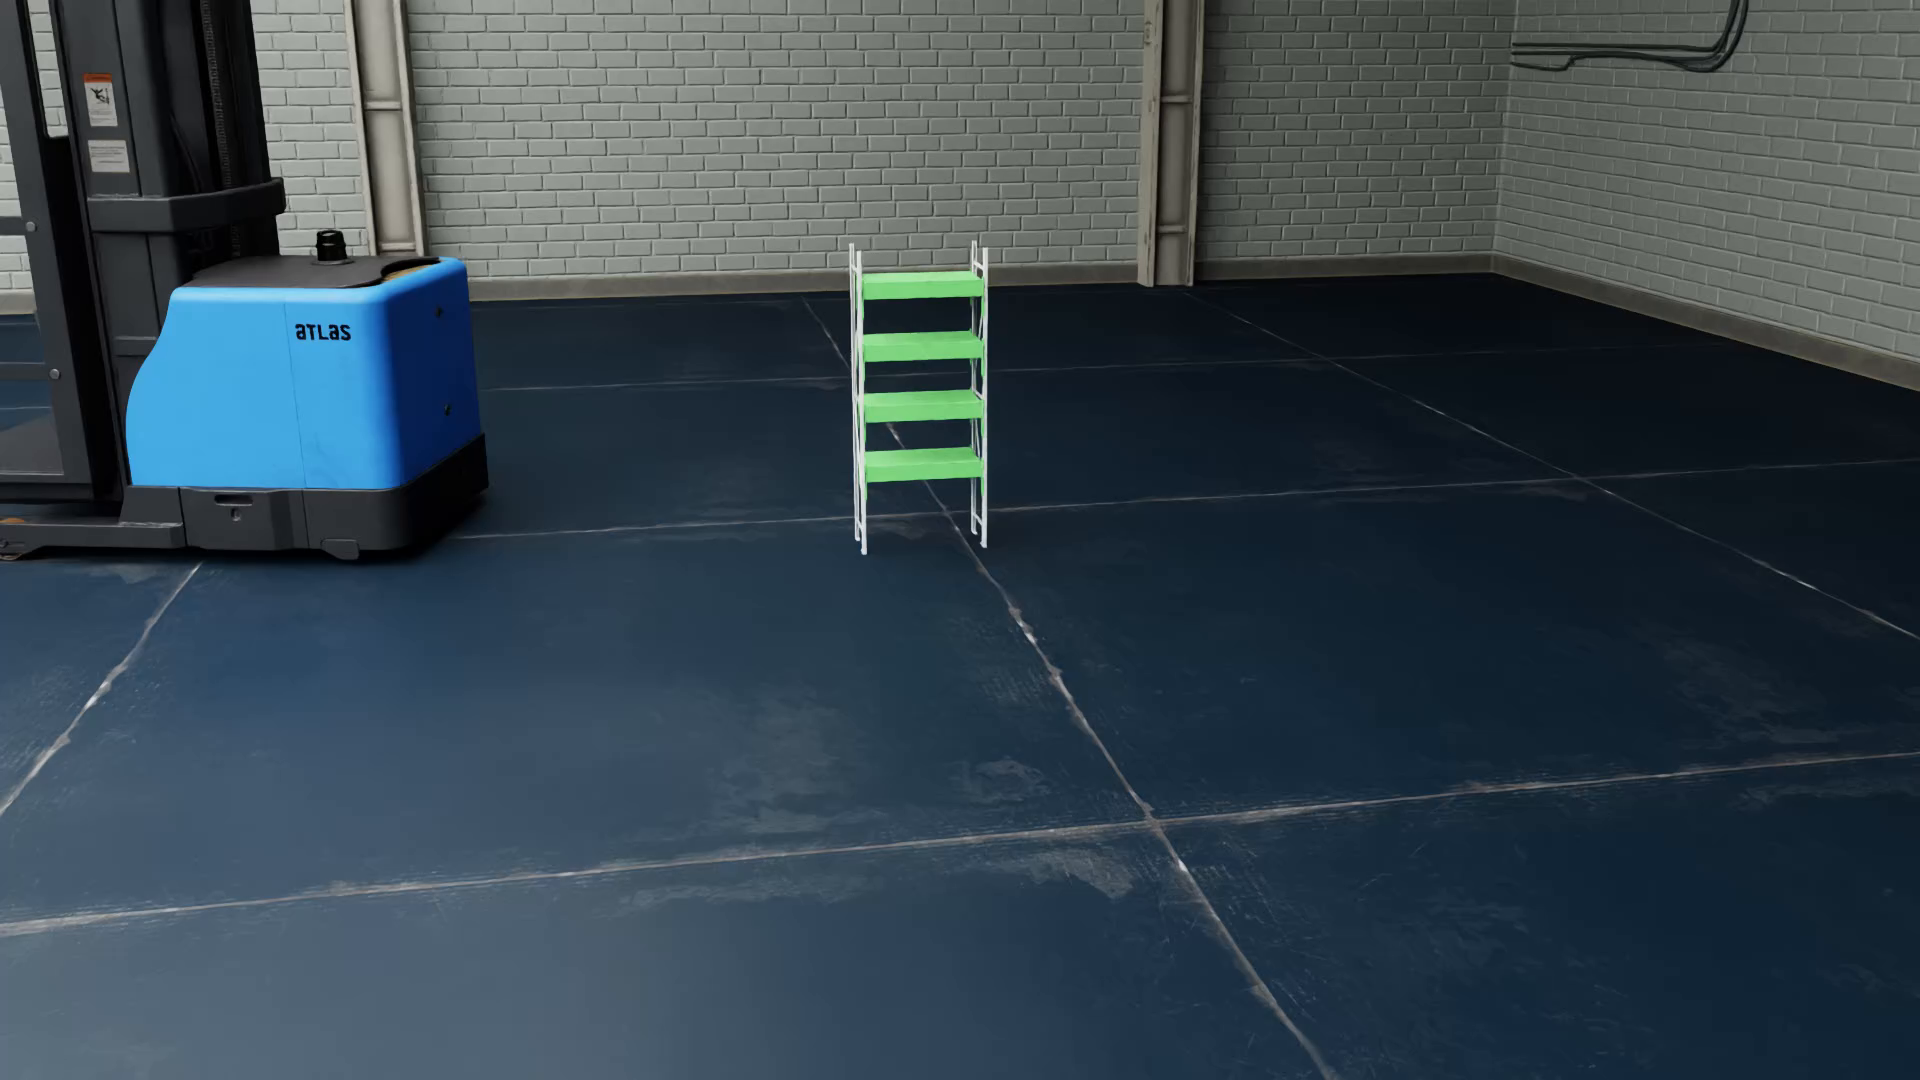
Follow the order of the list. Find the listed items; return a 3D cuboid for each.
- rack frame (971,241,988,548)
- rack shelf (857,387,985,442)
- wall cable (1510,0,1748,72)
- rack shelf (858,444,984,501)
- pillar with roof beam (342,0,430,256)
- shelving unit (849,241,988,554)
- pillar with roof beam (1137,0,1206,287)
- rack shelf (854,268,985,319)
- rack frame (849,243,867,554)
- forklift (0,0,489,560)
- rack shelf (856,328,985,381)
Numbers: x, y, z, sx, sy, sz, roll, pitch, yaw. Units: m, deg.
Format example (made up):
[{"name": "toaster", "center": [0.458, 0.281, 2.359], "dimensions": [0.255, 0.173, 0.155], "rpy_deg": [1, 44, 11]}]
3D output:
[{"name": "rack frame", "center": [0.077, -0.578, 6.650], "dimensions": [0.015, 1.200, 0.240], "rpy_deg": [-3, 17, -10]}, {"name": "rack shelf", "center": [-0.163, -0.503, 6.624], "dimensions": [0.480, 0.148, 0.258], "rpy_deg": [-3, 17, -10]}, {"name": "wall cable", "center": [4.829, -4.709, 12.106], "dimensions": [0.112, 2.526, 3.097], "rpy_deg": [-3, 17, -10]}, {"name": "rack shelf", "center": [-0.163, -0.274, 6.695], "dimensions": [0.480, 0.148, 0.258], "rpy_deg": [-3, 17, -10]}, {"name": "pillar with roof beam", "center": [-3.389, -4.835, 7.229], "dimensions": [0.400, 9.000, 9.100], "rpy_deg": [-3, 17, -10]}, {"name": "shelving unit", "center": [-0.163, -0.564, 6.606], "dimensions": [0.503, 1.200, 0.258], "rpy_deg": [-3, 17, -10]}, {"name": "pillar with roof beam", "center": [2.502, -5.170, 8.317], "dimensions": [0.400, 9.000, 9.100], "rpy_deg": [-3, 17, -10]}, {"name": "rack shelf", "center": [-0.163, -0.962, 6.483], "dimensions": [0.480, 0.148, 0.258], "rpy_deg": [-3, 17, -10]}, {"name": "rack frame", "center": [-0.402, -0.551, 6.561], "dimensions": [0.015, 1.200, 0.240], "rpy_deg": [-3, 17, -10]}, {"name": "forklift", "center": [-3.622, -1.474, 6.619], "dimensions": [3.031, 2.935, 1.130], "rpy_deg": [1, 17, 4]}, {"name": "rack shelf", "center": [-0.163, -0.733, 6.554], "dimensions": [0.480, 0.148, 0.258], "rpy_deg": [-3, 17, -10]}]
